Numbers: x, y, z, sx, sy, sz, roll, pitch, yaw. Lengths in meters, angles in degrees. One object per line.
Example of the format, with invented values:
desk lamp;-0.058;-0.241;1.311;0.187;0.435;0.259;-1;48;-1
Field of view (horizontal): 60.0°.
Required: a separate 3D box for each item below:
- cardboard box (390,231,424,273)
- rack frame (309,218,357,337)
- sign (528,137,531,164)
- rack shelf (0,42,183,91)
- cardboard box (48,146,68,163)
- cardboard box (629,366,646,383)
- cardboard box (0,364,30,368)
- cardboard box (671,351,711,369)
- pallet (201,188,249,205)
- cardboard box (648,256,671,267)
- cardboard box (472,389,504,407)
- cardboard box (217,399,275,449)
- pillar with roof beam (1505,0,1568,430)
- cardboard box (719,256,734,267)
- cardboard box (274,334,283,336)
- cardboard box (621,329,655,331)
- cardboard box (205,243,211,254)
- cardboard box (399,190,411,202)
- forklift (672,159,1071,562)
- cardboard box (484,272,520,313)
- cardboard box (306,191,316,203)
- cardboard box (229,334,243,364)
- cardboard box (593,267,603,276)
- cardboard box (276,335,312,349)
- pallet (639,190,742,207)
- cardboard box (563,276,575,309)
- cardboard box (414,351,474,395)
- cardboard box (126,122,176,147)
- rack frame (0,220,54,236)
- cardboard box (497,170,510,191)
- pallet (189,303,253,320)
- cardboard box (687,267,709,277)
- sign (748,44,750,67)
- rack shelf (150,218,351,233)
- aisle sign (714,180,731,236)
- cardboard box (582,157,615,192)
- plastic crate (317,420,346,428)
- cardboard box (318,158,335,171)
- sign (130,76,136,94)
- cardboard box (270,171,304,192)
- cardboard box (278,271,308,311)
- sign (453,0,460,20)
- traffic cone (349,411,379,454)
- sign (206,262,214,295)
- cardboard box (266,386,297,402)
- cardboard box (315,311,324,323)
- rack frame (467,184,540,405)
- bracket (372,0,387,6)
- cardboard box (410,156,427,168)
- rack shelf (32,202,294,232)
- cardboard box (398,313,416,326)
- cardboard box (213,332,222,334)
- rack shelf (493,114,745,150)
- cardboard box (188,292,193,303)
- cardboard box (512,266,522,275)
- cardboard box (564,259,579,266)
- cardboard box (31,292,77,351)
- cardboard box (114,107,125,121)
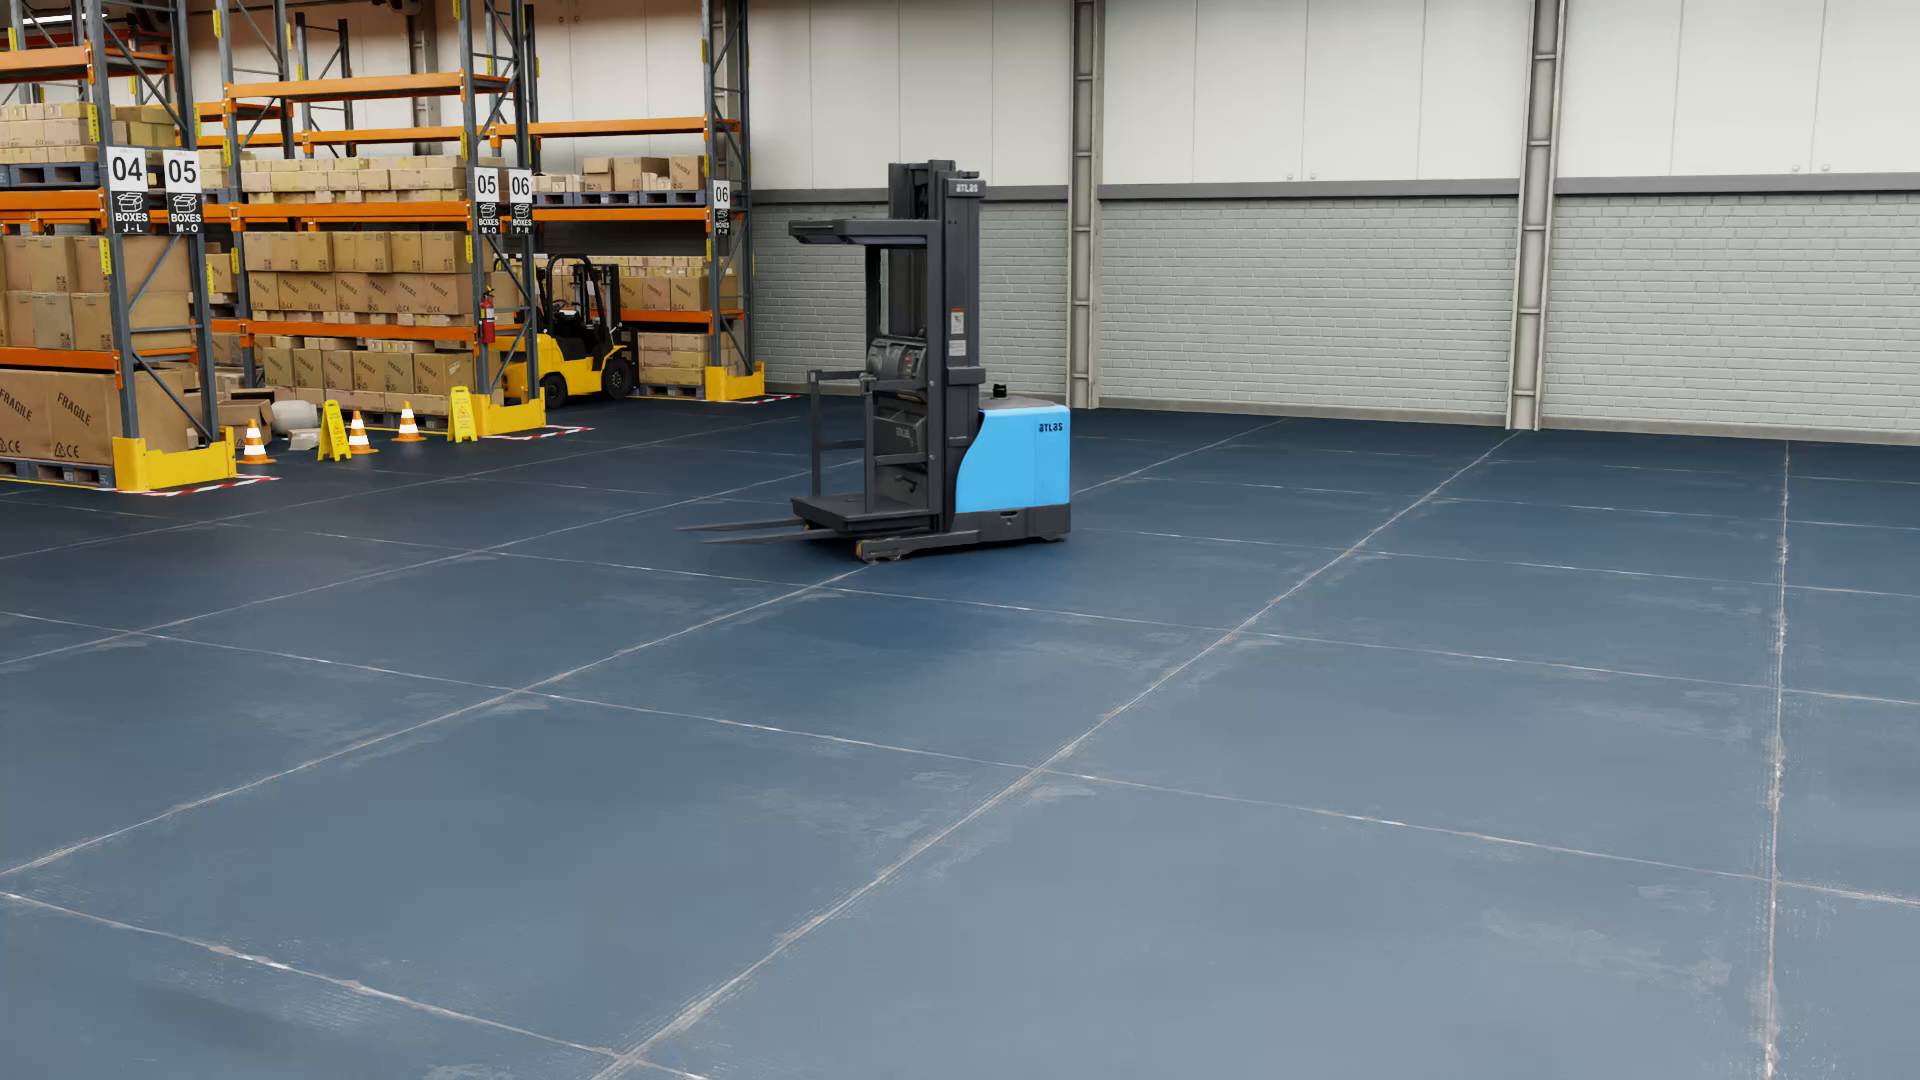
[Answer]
cardboard box;-6.612;-3.574;20.634;0.500;0.500;0.700;5;11;26
rack frame;-10.588;-4.264;28.367;0.127;3.000;1.000;5;11;26
sign;-5.366;-4.833;20.636;0.005;0.325;0.100;5;11;26
rack shelf;-9.500;-4.601;16.526;4.000;0.370;1.077;5;11;26
cardboard box;-8.380;-3.642;15.755;0.250;0.149;0.380;5;11;26
cardboard box;-4.861;-2.555;25.468;0.500;0.250;0.500;5;11;26
cardboard box;-9.950;-1.387;17.258;0.875;0.875;0.875;5;11;26
cardboard box;-3.988;-2.722;24.983;0.500;0.250;0.500;5;11;25
pallet;-9.700;-4.605;22.356;1.003;0.211;1.213;5;11;26
cardboard box;-4.500;-4.205;25.105;0.250;0.149;0.380;5;11;26
cardboard box;-6.207;-1.802;21.305;0.500;0.250;0.500;5;11;25
cardboard box;-8.302;-1.346;19.255;0.637;0.503;0.797;-2;11;-14
pillar with roof beam;5.218;-5.151;16.424;0.400;9.000;9.100;5;11;26
cardboard box;-3.620;-4.209;25.125;0.250;0.149;0.380;5;11;25
cardboard box;-11.618;-3.603;28.731;0.250;0.149;0.380;5;11;24
cardboard box;-5.111;-3.169;26.049;0.500;0.250;0.500;5;11;25
cardboard box;-10.331;-3.930;22.403;0.250;0.149;0.380;5;11;24
cardboard box;-6.709;-4.248;20.560;0.250;0.149;0.380;5;11;26
forklift;-0.668;-1.383;12.643;3.031;2.935;1.130;-5;12;-28
cardboard box;-5.908;-3.118;20.918;0.500;0.500;0.500;5;11;25
cardboard box;-8.100;-4.364;21.203;0.250;0.149;0.380;5;11;24
cardboard box;-12.451;-3.359;29.209;0.500;0.500;0.500;5;11;24
cardboard box;-5.453;-4.125;25.497;0.250;0.149;0.380;5;11;25
cardboard box;-8.698;-2.588;21.724;0.250;0.149;0.380;5;11;27
pallet;-4.036;-5.126;24.955;1.213;0.211;1.003;5;11;26
cardboard box;-5.789;-3.843;25.761;0.500;0.500;0.500;5;11;25
cardboard box;-6.440;-2.085;20.761;0.500;0.500;0.500;5;11;26
cardboard box;-8.025;-3.925;16.200;0.500;0.250;0.500;5;11;26
rack frame;-17.762;-4.894;31.850;0.127;3.000;1.000;5;11;26
cardboard box;-5.939;-4.471;20.676;0.500;0.250;0.500;5;11;25
pallet;-9.815;-3.145;22.722;1.213;0.211;1.003;5;11;26
cardboard box;-3.848;-3.984;24.721;0.250;0.149;0.380;5;11;27
sign;-3.162;-7.211;24.739;0.005;0.325;0.100;5;11;26
rack shelf;-12.381;-5.544;29.035;4.000;0.370;1.077;5;11;26
aisle sign;-3.484;-4.861;24.364;0.004;0.787;0.394;5;11;26
cardboard box;-5.300;-5.561;25.361;0.637;0.503;0.797;5;12;28
plastic crate;-8.148;-1.464;21.096;0.583;0.080;0.402;1;10;6
cardboard box;-7.863;-4.730;20.984;0.250;0.149;0.380;5;11;25
sign;-14.431;-7.944;29.013;0.005;0.325;0.100;5;11;26
cardboard box;-8.453;-4.587;21.314;0.500;0.250;0.500;5;11;25
cardboard box;-8.462;-3.236;21.573;0.500;0.500;0.500;5;11;26
sign;-5.870;-6.243;19.389;0.005;0.325;0.100;5;11;26
traffic cone;-6.749;-1.216;18.649;0.334;0.463;0.336;5;11;26
sign;-7.455;-2.595;16.493;0.005;0.325;0.100;5;11;26
cardboard box;-8.784;-1.920;21.956;0.500;0.250;0.500;4;11;23
cardboard box;-8.092;-2.887;21.466;0.250;0.149;0.380;5;11;26
rack frame;-5.606;-2.840;20.502;0.127;3.000;1.000;5;11;26
bracket;-9.549;-9.004;27.607;0.430;0.232;0.235;5;11;26
cardboard box;-6.492;-4.608;20.314;0.250;0.149;0.380;5;11;25
rack shelf;-10.987;-4.435;22.911;4.000;0.370;1.077;5;11;26
cardboard box;-6.777;-2.753;20.727;0.250;0.149;0.380;5;12;27
cardboard box;-12.994;-3.731;29.442;0.250;0.149;0.380;5;11;26
rack shelf;-5.207;-6.192;25.320;4.000;0.370;1.077;5;11;26
cardboard box;-10.253;-3.273;22.420;0.250;0.149;0.380;5;11;25
cardboard box;-6.831;-4.250;26.188;0.250;0.149;0.380;5;11;25
cardboard box;-5.909;-4.313;25.702;0.250;0.149;0.380;5;11;25
cardboard box;-8.562;-2.178;16.418;0.550;0.550;0.875;5;11;26
cardboard box;-8.089;-4.140;16.264;0.250;0.149;0.380;5;11;26
